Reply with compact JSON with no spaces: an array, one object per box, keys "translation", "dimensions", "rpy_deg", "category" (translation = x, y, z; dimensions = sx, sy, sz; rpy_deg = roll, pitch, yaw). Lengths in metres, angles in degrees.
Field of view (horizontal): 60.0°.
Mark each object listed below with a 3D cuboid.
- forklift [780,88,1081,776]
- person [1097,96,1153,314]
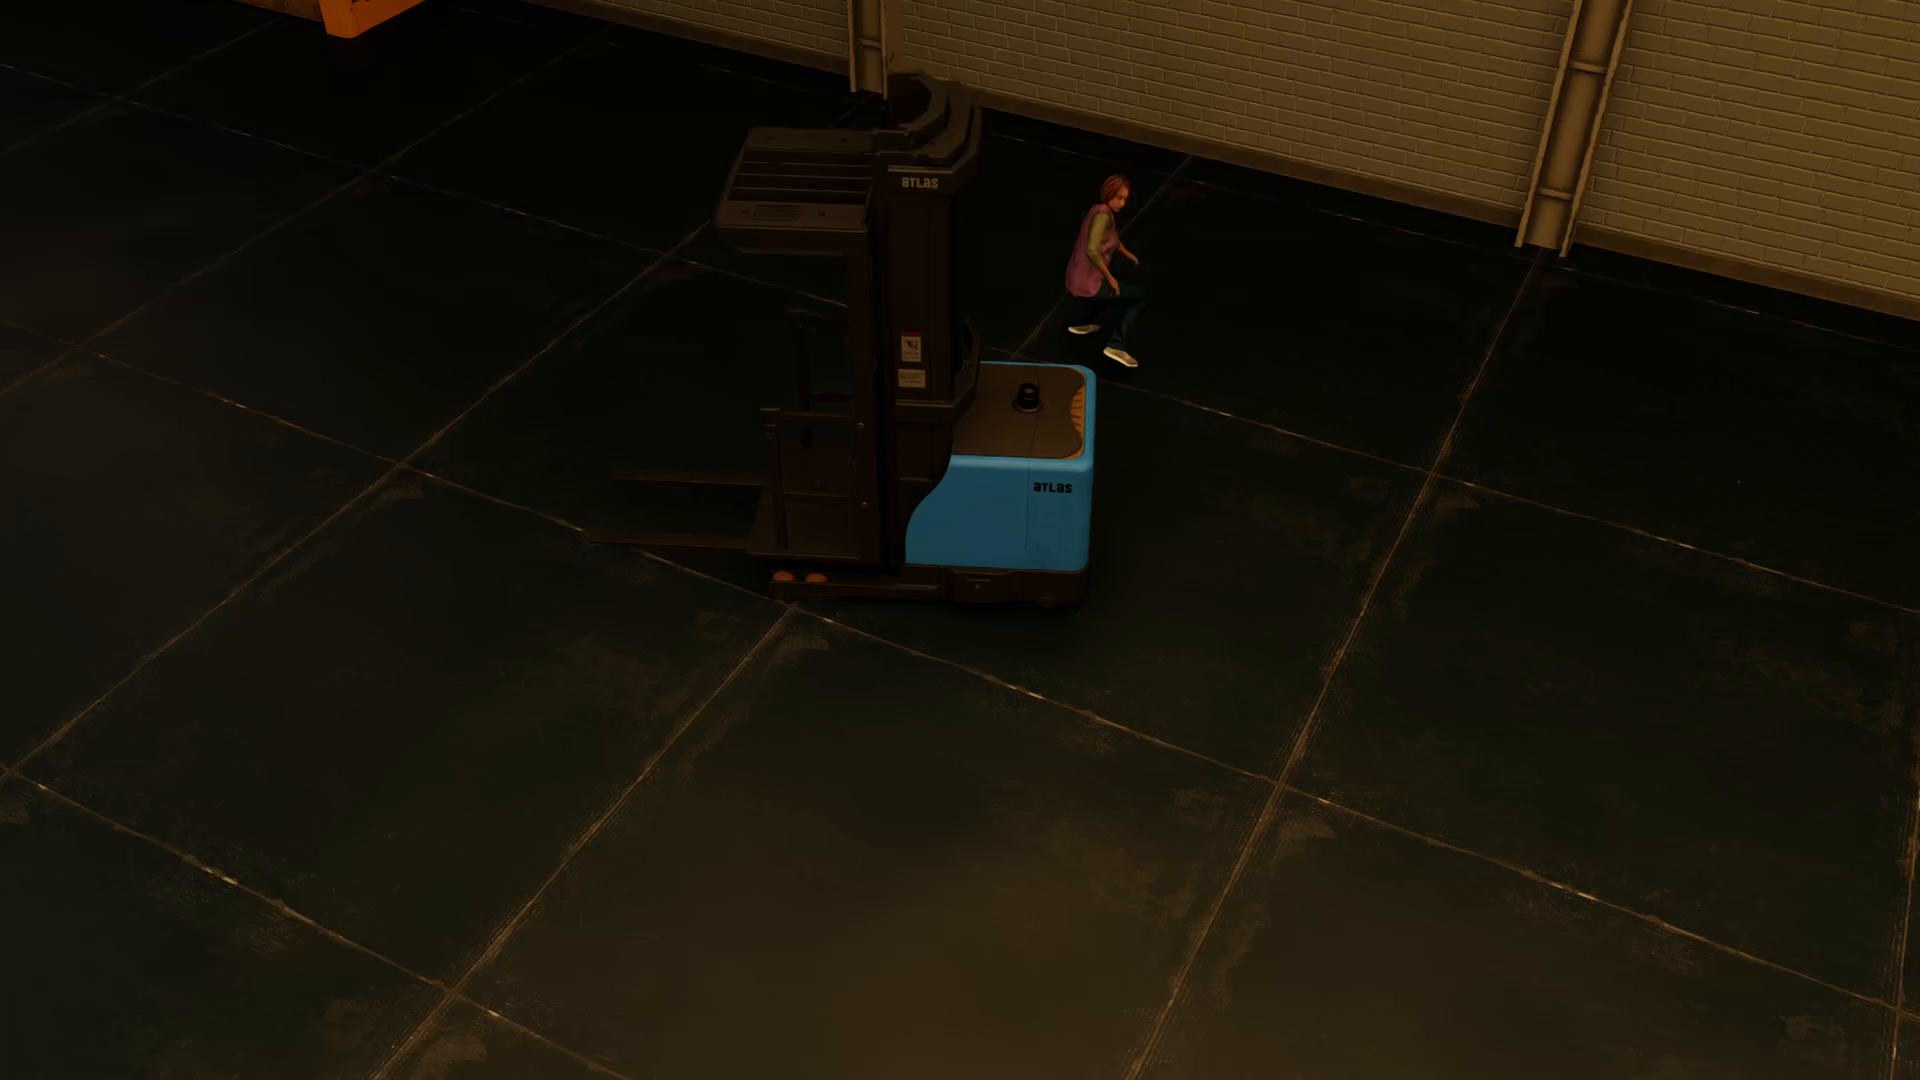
[{"translation":[-0.171,-0.741,8.867],"dimensions":[1.130,2.935,3.031],"rpy_deg":[11,41,13],"category":"forklift"},{"translation":[1.235,-2.396,11.881],"dimensions":[0.447,1.585,0.616],"rpy_deg":[9,41,10],"category":"person"}]
